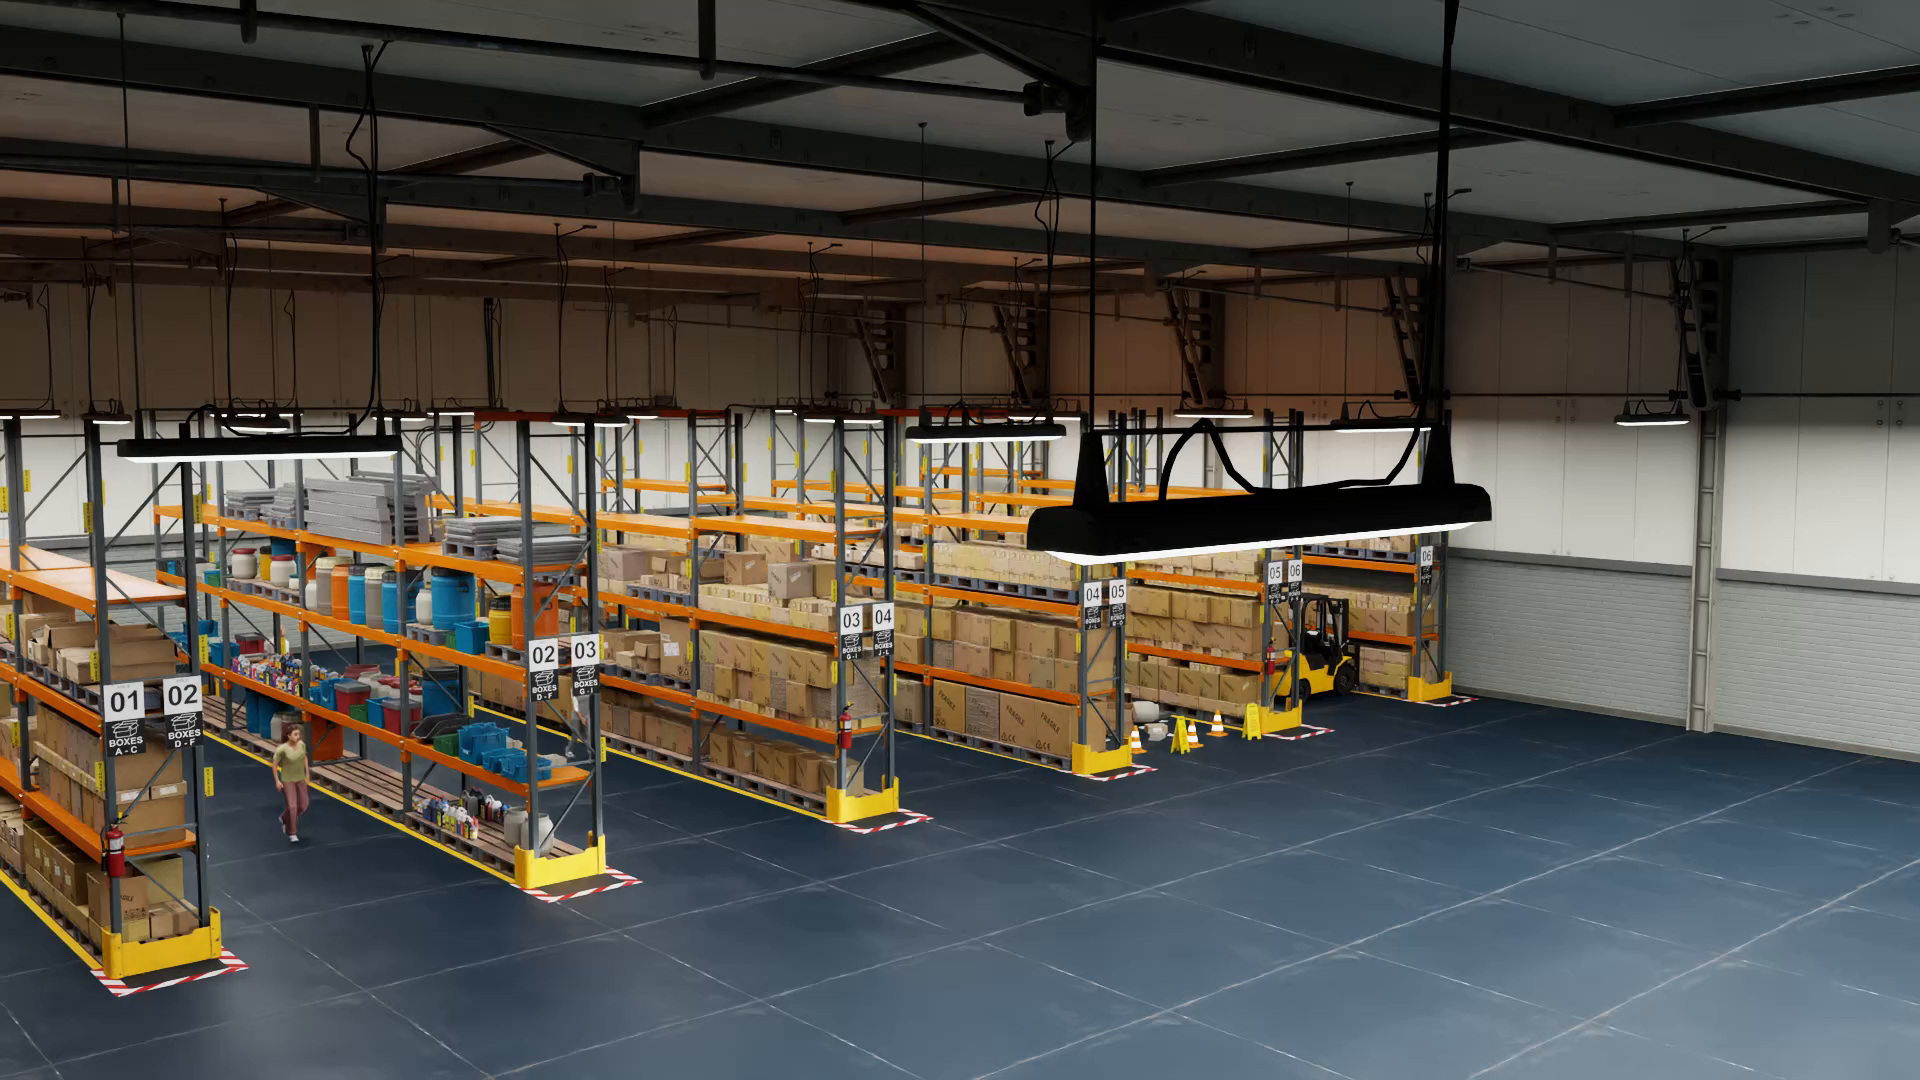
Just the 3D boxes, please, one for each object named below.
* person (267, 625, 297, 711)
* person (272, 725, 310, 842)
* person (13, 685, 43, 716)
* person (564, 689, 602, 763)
[{"bbox_3d":[-13.403,2.578,32.741,0.574,1.797,0.596,0,5,-1],"label":"person"},{"bbox_3d":[-9.562,3.436,23.709,0.600,1.654,0.539,4,6,35],"label":"person"},{"bbox_3d":[-17.084,2.803,30.508,0.542,1.674,0.971,-5,7,-44],"label":"person"},{"bbox_3d":[-6.477,3.048,28.602,0.961,1.519,0.401,5,7,42],"label":"person"}]
